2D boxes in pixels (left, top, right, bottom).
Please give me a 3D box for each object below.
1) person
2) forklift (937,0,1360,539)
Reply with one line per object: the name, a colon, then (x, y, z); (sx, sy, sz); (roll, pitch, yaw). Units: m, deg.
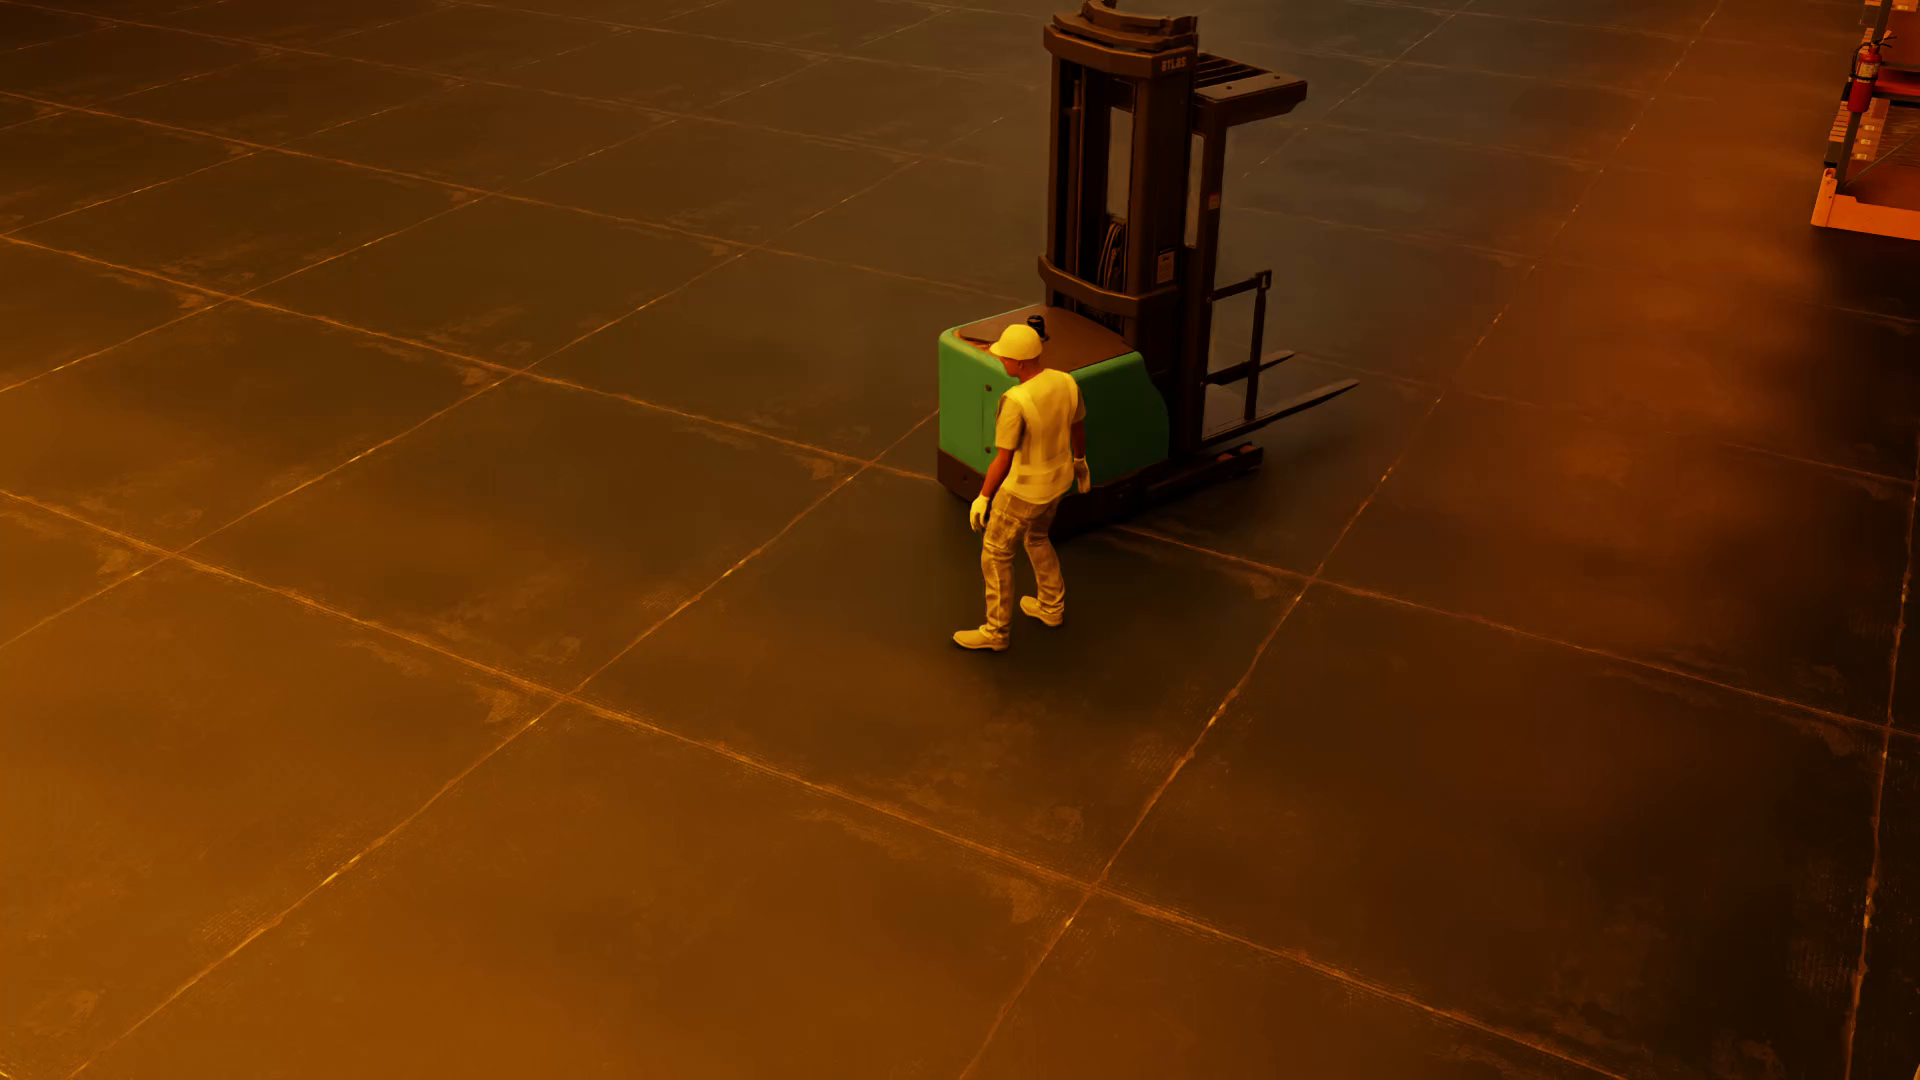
person: (0.347, -0.305, 8.780); (0.426, 1.751, 0.840); (22, 36, 33)
forklift: (1.341, -1.849, 10.274); (3.031, 2.935, 1.130); (-20, 36, -31)
